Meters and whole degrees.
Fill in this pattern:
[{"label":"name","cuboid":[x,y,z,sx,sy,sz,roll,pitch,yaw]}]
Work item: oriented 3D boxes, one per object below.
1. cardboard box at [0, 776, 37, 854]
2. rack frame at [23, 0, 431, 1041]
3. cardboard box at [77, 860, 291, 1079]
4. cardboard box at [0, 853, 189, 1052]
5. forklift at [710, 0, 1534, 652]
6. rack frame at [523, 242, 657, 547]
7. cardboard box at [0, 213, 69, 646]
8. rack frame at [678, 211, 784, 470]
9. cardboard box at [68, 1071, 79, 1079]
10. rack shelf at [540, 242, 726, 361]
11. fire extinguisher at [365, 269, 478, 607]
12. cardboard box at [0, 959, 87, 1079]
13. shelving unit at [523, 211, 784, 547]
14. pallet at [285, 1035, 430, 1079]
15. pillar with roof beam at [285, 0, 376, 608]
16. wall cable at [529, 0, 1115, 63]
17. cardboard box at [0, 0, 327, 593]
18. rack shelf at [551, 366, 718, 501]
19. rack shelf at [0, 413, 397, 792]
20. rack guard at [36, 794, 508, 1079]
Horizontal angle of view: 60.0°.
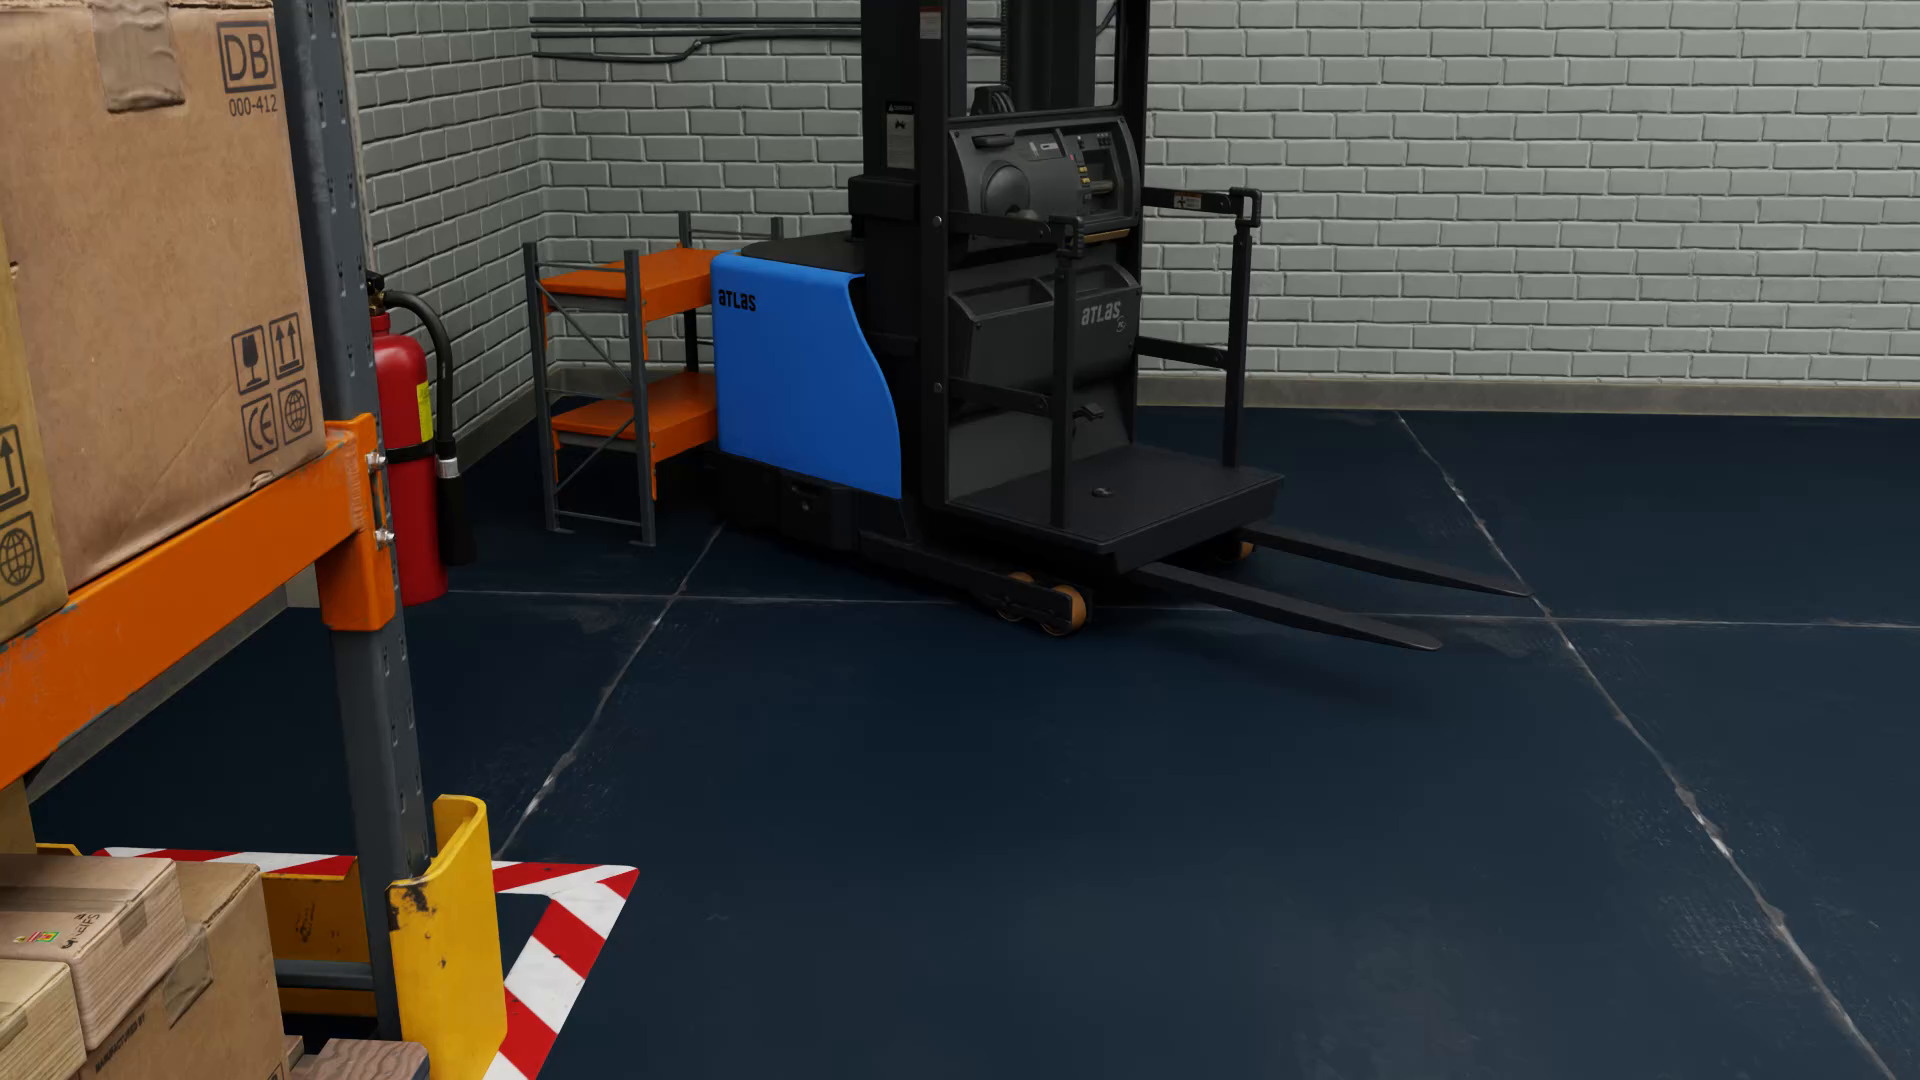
[{"label":"cardboard box","cuboid":[-1.653,0.459,2.502,0.380,0.149,0.250,1,18,4]},{"label":"rack frame","cuboid":[-1.512,-0.397,2.817,1.000,3.000,0.127,1,18,4]},{"label":"cardboard box","cuboid":[-1.462,0.811,2.471,0.700,0.500,0.500,1,18,4]},{"label":"cardboard box","cuboid":[-1.289,0.547,2.236,0.380,0.149,0.250,1,18,3]},{"label":"forklift","cuboid":[0.462,-1.261,5.565,3.031,2.935,1.130,16,24,40]},{"label":"rack frame","cuboid":[-1.394,-0.543,6.273,0.500,1.125,0.032,8,20,24]},{"label":"cardboard box","cuboid":[-1.579,-0.155,1.596,0.980,0.700,0.700,1,18,3]},{"label":"rack frame","cuboid":[-0.963,-0.831,7.148,0.500,1.125,0.032,8,20,24]},{"label":"cardboard box","cuboid":[-1.498,0.966,1.996,0.700,0.500,0.500,1,18,4]},{"label":"rack shelf","cuboid":[-1.179,-0.965,6.619,0.538,0.278,1.000,8,20,24]},{"label":"fire extinguisher","cuboid":[-1.040,-0.220,2.999,0.296,0.674,0.183,1,18,4]},{"label":"cardboard box","cuboid":[-1.307,0.626,1.993,0.380,0.149,0.250,2,18,5]},{"label":"shelving unit","cuboid":[-1.179,-0.687,6.711,0.538,1.125,1.048,8,20,24]},{"label":"pallet","cuboid":[-1.491,1.178,2.488,1.003,0.211,1.213,1,18,4]},{"label":"pillar with roof beam","cuboid":[2.113,-4.010,4.208,9.100,9.000,0.400,1,18,4]},{"label":"wall cable","cuboid":[-0.750,-3.521,7.703,3.097,2.526,0.112,1,18,4]},{"label":"cardboard box","cuboid":[-1.538,-0.381,2.286,0.980,0.700,0.700,2,18,6]},{"label":"rack shelf","cuboid":[-1.179,-0.455,6.787,0.538,0.278,1.000,8,20,24]},{"label":"rack shelf","cuboid":[-1.655,0.566,1.033,1.077,0.370,4.000,1,18,4]},{"label":"rack guard","cuboid":[-1.510,0.783,3.229,1.175,0.500,0.348,1,18,4]}]
